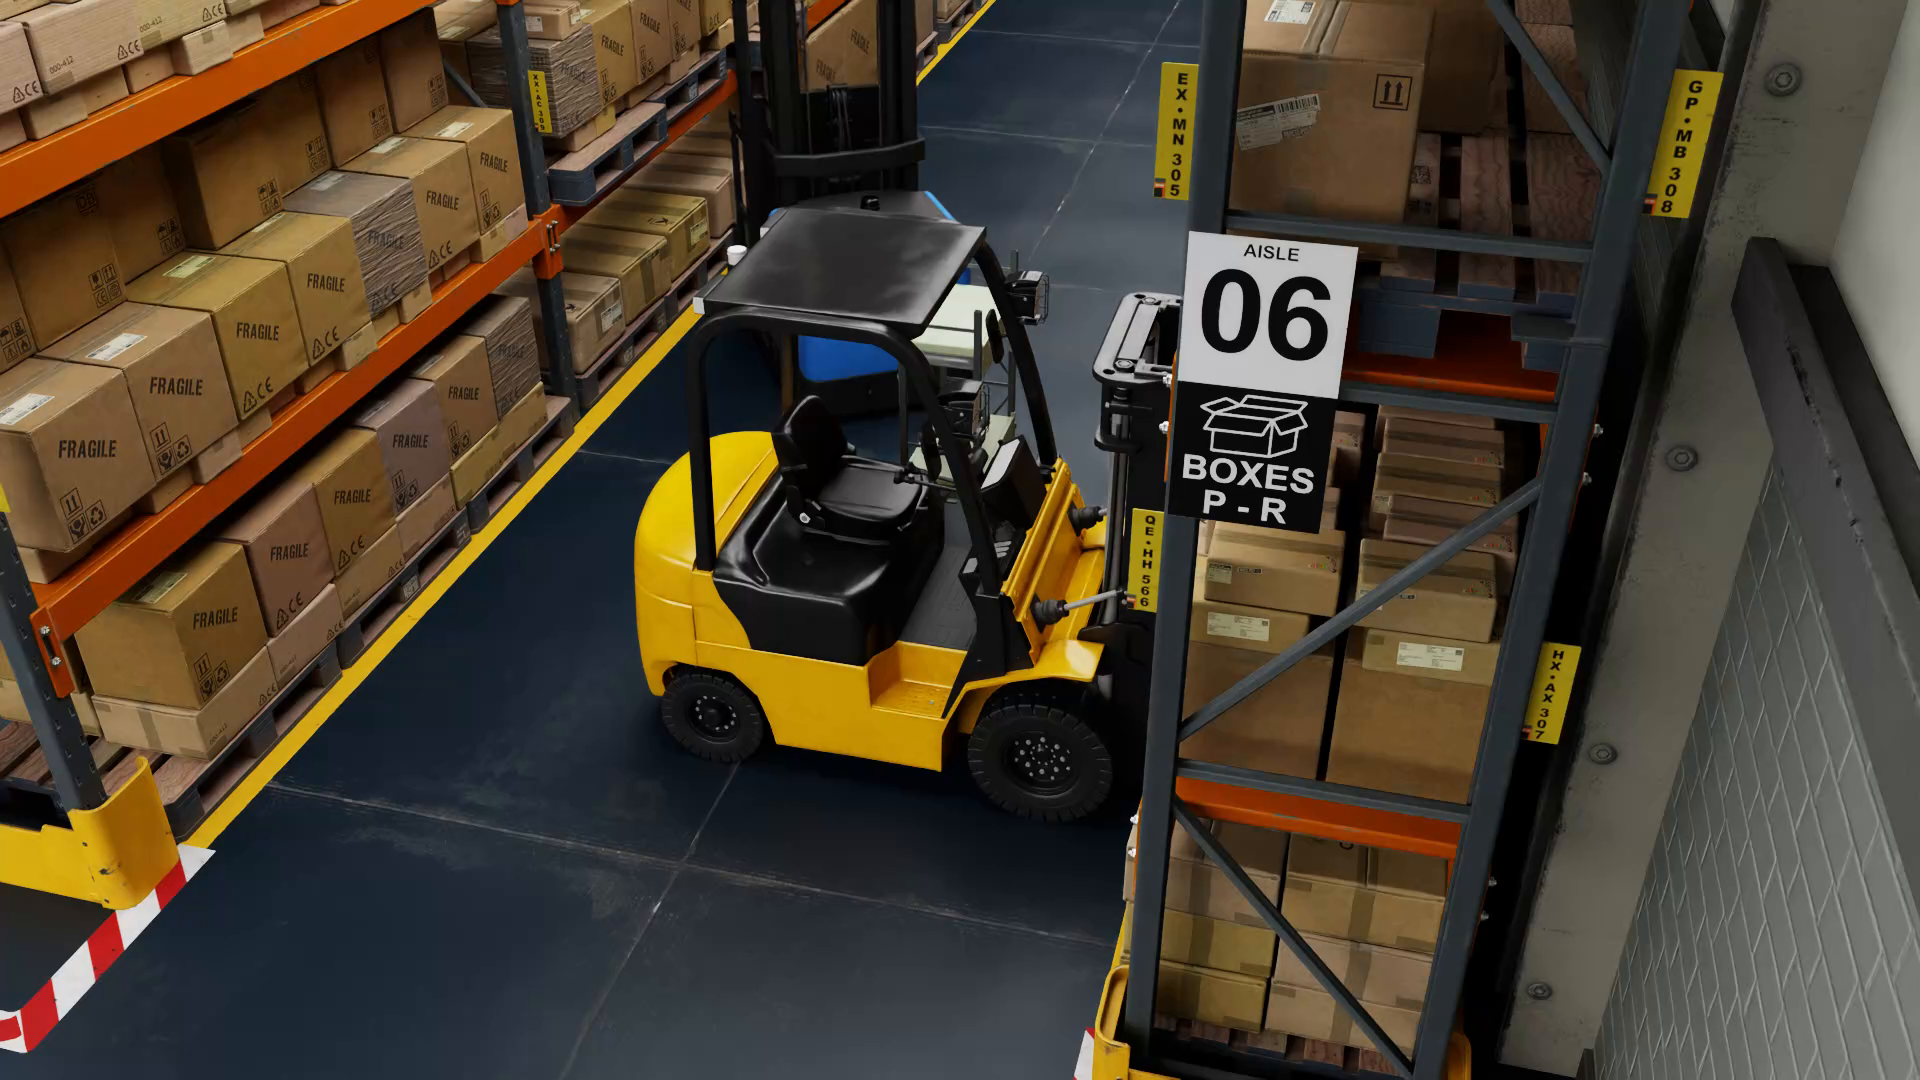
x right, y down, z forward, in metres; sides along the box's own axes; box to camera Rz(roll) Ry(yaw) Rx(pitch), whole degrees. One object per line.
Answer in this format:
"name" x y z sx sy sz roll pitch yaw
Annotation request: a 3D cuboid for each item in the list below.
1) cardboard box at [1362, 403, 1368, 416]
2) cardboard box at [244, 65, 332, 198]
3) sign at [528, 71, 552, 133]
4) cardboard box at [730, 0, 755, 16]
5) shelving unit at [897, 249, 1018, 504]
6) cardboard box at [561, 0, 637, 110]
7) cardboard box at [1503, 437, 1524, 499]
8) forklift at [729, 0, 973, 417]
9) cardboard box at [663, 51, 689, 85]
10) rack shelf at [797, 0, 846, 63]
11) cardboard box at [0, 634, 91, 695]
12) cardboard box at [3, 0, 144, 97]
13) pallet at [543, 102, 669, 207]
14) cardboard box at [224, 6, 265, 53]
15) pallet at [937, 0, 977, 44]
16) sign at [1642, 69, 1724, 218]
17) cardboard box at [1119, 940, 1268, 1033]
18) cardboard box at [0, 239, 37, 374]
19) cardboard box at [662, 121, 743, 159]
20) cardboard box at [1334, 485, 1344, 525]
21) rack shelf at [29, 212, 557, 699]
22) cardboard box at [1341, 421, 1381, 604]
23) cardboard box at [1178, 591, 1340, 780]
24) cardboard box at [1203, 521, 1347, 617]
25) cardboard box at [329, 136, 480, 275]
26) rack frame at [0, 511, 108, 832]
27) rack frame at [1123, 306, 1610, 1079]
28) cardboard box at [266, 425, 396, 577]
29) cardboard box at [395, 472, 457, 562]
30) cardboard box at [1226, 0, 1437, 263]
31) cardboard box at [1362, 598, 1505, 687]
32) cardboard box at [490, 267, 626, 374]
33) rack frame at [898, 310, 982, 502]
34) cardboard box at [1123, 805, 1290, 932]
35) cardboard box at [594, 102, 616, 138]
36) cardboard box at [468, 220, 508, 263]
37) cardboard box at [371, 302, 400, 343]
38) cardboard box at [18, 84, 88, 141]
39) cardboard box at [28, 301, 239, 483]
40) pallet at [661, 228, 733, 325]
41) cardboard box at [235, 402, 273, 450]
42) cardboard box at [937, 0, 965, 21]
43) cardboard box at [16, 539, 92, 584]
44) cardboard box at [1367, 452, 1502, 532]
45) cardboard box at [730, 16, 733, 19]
"cardboard box" 1.442 -0.659 6.897 0.500 0.500 0.500 8 33 12
"cardboard box" -3.377 -1.893 7.629 0.700 0.500 0.500 7 33 11
"sign" -2.224 -2.316 8.790 0.100 0.325 0.005 8 33 12
"cardboard box" -1.703 -3.898 11.323 0.500 0.500 0.500 7 33 12
"shelving unit" -0.002 -0.629 8.342 0.431 1.500 0.755 8 33 12
"cardboard box" -2.228 -2.830 9.643 0.500 0.500 0.500 8 33 13
"cardboard box" 1.703 -0.245 5.642 0.380 0.149 0.250 8 33 13
"forklift" -0.876 -2.730 10.312 1.130 2.935 3.031 -10 34 -16
"cardboard box" -1.947 -3.008 10.529 0.380 0.149 0.250 9 34 14
"rack shelf" -1.228 -4.831 14.223 1.077 0.370 4.000 8 33 12
"cardboard box" -3.815 0.271 7.001 0.500 0.500 0.500 8 33 13
"cardboard box" -3.244 -1.758 5.785 0.500 0.250 0.500 8 33 12
"pallet" -2.416 -2.316 9.777 1.003 0.211 1.213 8 33 12
"cardboard box" -3.016 -2.046 6.611 0.380 0.149 0.250 7 33 11
"pallet" -0.452 -5.379 17.015 1.003 0.211 1.213 8 33 12
"sign" 1.571 -0.860 3.623 0.100 0.325 0.005 8 33 12
"cardboard box" 0.850 1.425 5.884 0.500 0.250 0.500 8 33 13
"cardboard box" -3.848 -0.829 5.956 0.700 0.500 0.500 7 33 11
"cardboard box" -1.889 -2.873 12.531 0.950 0.372 0.625 6 33 9
"cardboard box" 1.088 -0.195 5.563 0.380 0.149 0.250 8 33 12
"rack shelf" -3.259 -0.679 7.693 1.077 0.370 4.000 8 33 12
"cardboard box" 1.665 -0.068 5.967 0.500 0.500 0.500 8 33 12
"cardboard box" 0.907 0.396 5.238 0.500 0.500 0.500 7 33 11
"cardboard box" 0.923 0.073 4.864 0.380 0.149 0.250 8 33 12
"cardboard box" -2.747 -1.656 8.188 0.500 0.500 0.500 9 34 14
"rack frame" -3.766 0.055 5.867 1.000 3.000 0.127 8 33 12
"rack frame" 1.036 0.729 4.807 1.000 3.000 0.127 8 33 12
"cardboard box" -3.025 -0.203 7.745 0.500 0.500 0.500 9 33 13
"cardboard box" -2.900 -0.153 8.366 0.500 0.250 0.500 9 33 13
"cardboard box" 0.913 -1.061 4.250 0.500 0.500 0.500 9 34 14
"cardboard box" 1.373 0.272 4.828 0.380 0.149 0.250 7 33 11
"cardboard box" -2.620 -1.361 10.153 0.950 0.372 0.625 8 33 13
"rack frame" -0.095 -0.440 8.043 0.400 1.500 0.023 8 33 12
"cardboard box" 0.851 1.009 5.607 0.500 0.250 0.500 9 34 14
"cardboard box" -2.233 -2.464 9.673 0.380 0.149 0.250 9 33 13
"cardboard box" -2.594 -1.576 8.667 0.380 0.149 0.250 9 33 13
"cardboard box" -2.886 -1.050 7.840 0.380 0.149 0.250 7 33 12
"cardboard box" -3.287 -1.514 5.774 0.380 0.149 0.250 9 34 14
"cardboard box" -3.249 -0.590 6.511 0.500 0.500 0.500 9 34 14
"pallet" -2.247 -1.883 11.515 1.003 0.211 1.213 8 33 12
"cardboard box" -3.141 -0.511 6.992 0.380 0.149 0.250 9 34 14
"cardboard box" -0.458 -5.579 16.727 0.875 0.438 0.875 8 33 12
"cardboard box" -3.480 0.013 6.168 0.380 0.149 0.250 8 33 13
"cardboard box" 1.480 -0.128 5.180 0.380 0.149 0.250 9 33 13
"cardboard box" -1.682 -3.550 11.381 0.380 0.149 0.250 6 33 10
